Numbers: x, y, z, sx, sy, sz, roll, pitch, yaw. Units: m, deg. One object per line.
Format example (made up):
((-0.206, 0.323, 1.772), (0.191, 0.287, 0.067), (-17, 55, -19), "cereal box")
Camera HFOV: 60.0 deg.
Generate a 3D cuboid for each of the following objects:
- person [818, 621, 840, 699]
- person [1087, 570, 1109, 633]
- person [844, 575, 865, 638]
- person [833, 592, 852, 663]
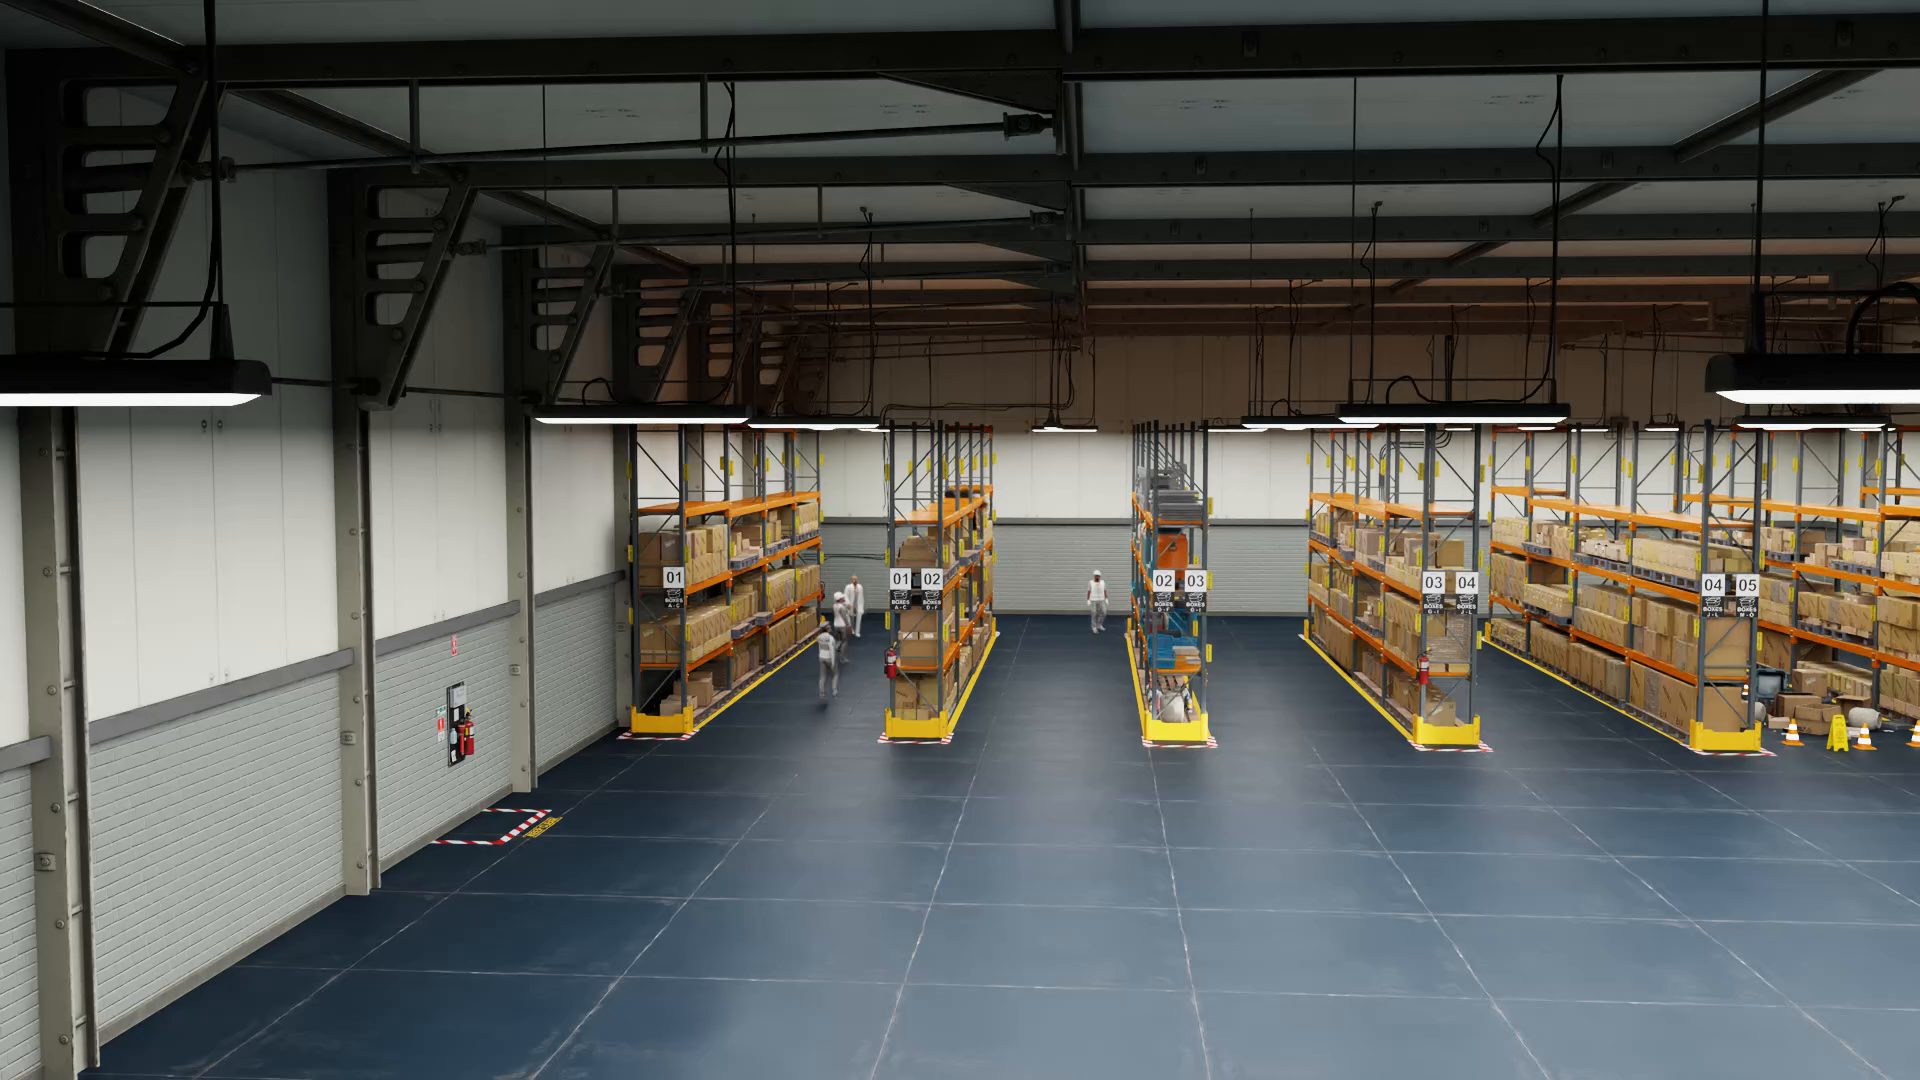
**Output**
((-2.857, 2.623, 36.001), (0.488, 1.751, 0.537), (2, 4, 30), "person")
((3.989, 1.777, 48.230), (0.588, 1.791, 0.435), (-1, 4, -16), "person")
((-2.969, 1.850, 46.643), (0.567, 1.715, 1.133), (0, 4, 0), "person")
((-2.941, 2.166, 41.330), (0.481, 1.756, 0.551), (-3, 5, -44), "person")
